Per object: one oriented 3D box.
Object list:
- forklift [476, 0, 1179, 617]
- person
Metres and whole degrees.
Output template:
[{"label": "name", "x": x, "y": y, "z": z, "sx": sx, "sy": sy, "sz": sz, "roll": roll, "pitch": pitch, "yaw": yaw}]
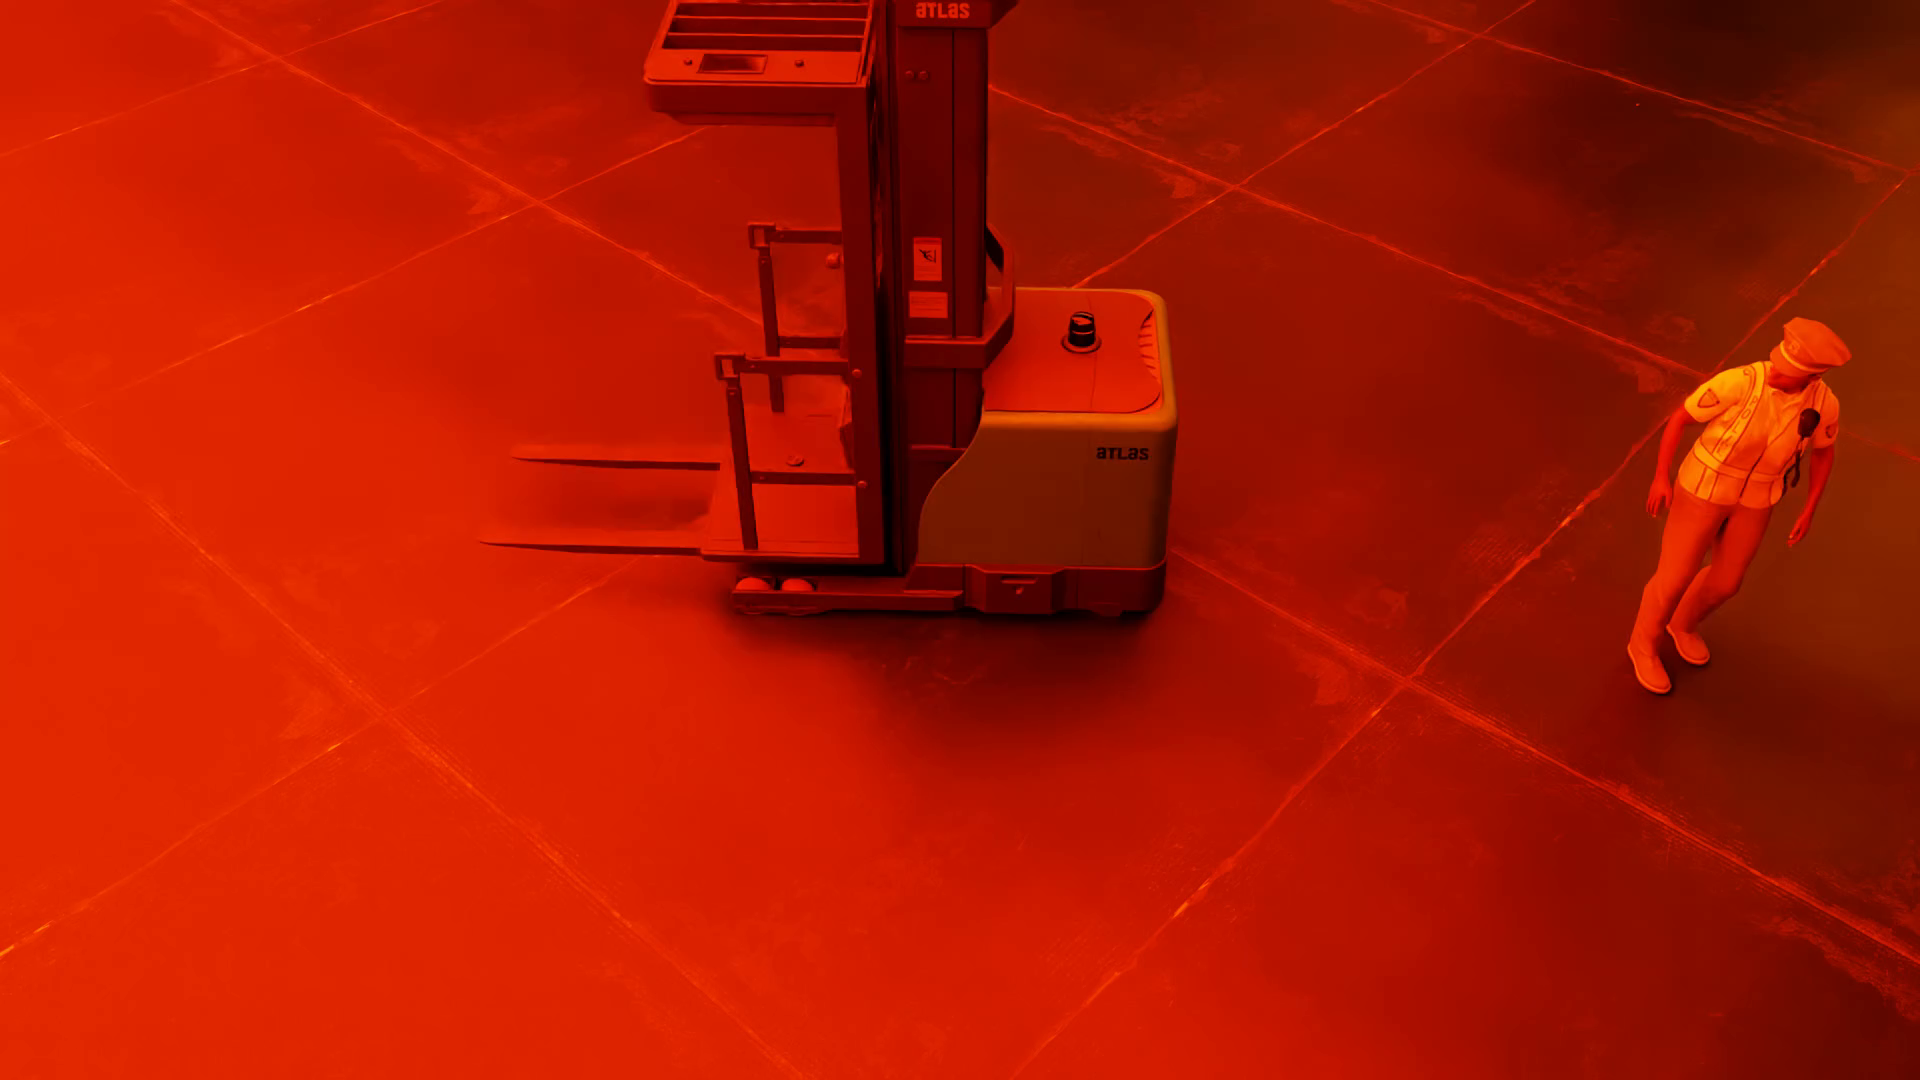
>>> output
[{"label": "forklift", "x": -0.611, "y": -1.124, "z": 6.738, "sx": 3.031, "sy": 2.935, "sz": 1.130, "roll": 1, "pitch": 41, "yaw": 2}, {"label": "person", "x": 3.058, "y": -0.127, "z": 6.559, "sx": 0.663, "sy": 1.656, "sz": 0.482, "roll": 2, "pitch": 41, "yaw": 3}]
